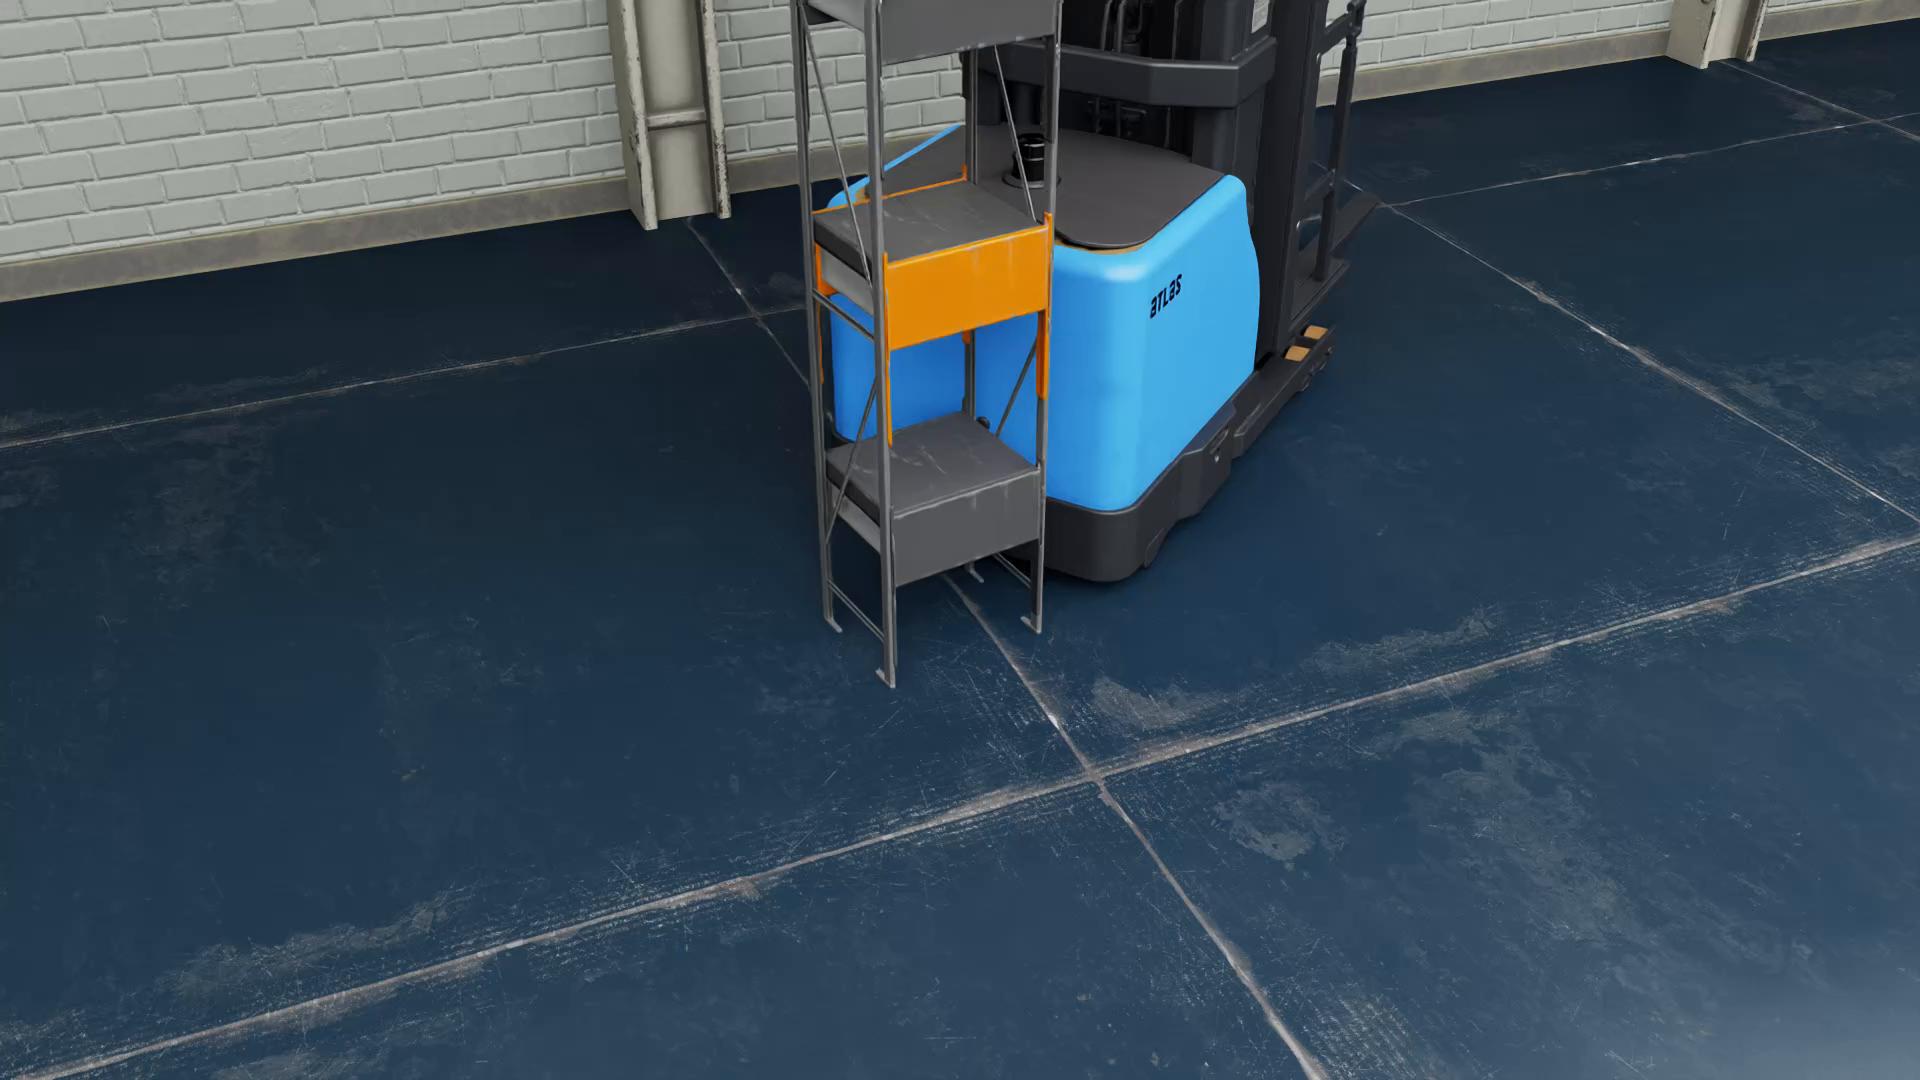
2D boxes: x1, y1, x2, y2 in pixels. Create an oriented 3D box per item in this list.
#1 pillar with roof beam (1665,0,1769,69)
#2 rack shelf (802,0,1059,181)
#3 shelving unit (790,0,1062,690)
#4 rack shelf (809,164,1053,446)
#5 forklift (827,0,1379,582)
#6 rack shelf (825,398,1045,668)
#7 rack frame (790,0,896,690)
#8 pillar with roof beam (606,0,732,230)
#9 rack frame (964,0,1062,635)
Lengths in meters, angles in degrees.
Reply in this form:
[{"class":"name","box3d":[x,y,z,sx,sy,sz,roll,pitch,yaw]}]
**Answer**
[{"class":"pillar with roof beam","box3d":[5.930,-4.363,3.705,0.400,9.000,9.100,-13,35,-19]},{"class":"rack shelf","box3d":[-0.083,-1.203,3.915,0.480,0.518,0.431,-19,37,-26]},{"class":"shelving unit","box3d":[-0.083,-0.628,4.290,0.503,2.100,0.431,-19,37,-26]},{"class":"rack shelf","box3d":[-0.083,-0.616,4.297,0.480,0.518,0.431,-19,37,-26]},{"class":"forklift","box3d":[0.754,-1.882,5.454,1.130,2.935,3.031,17,37,24]},{"class":"rack shelf","box3d":[-0.083,-0.030,4.679,0.480,0.518,0.431,-19,37,-26]},{"class":"rack frame","box3d":[-0.290,-0.558,4.182,0.015,2.100,0.400,-19,37,-26]},{"class":"pillar with roof beam","box3d":[0.398,-3.096,1.758,0.400,9.000,9.100,-13,35,-19]},{"class":"rack frame","box3d":[0.125,-0.698,4.397,0.015,2.100,0.400,-19,37,-26]}]
